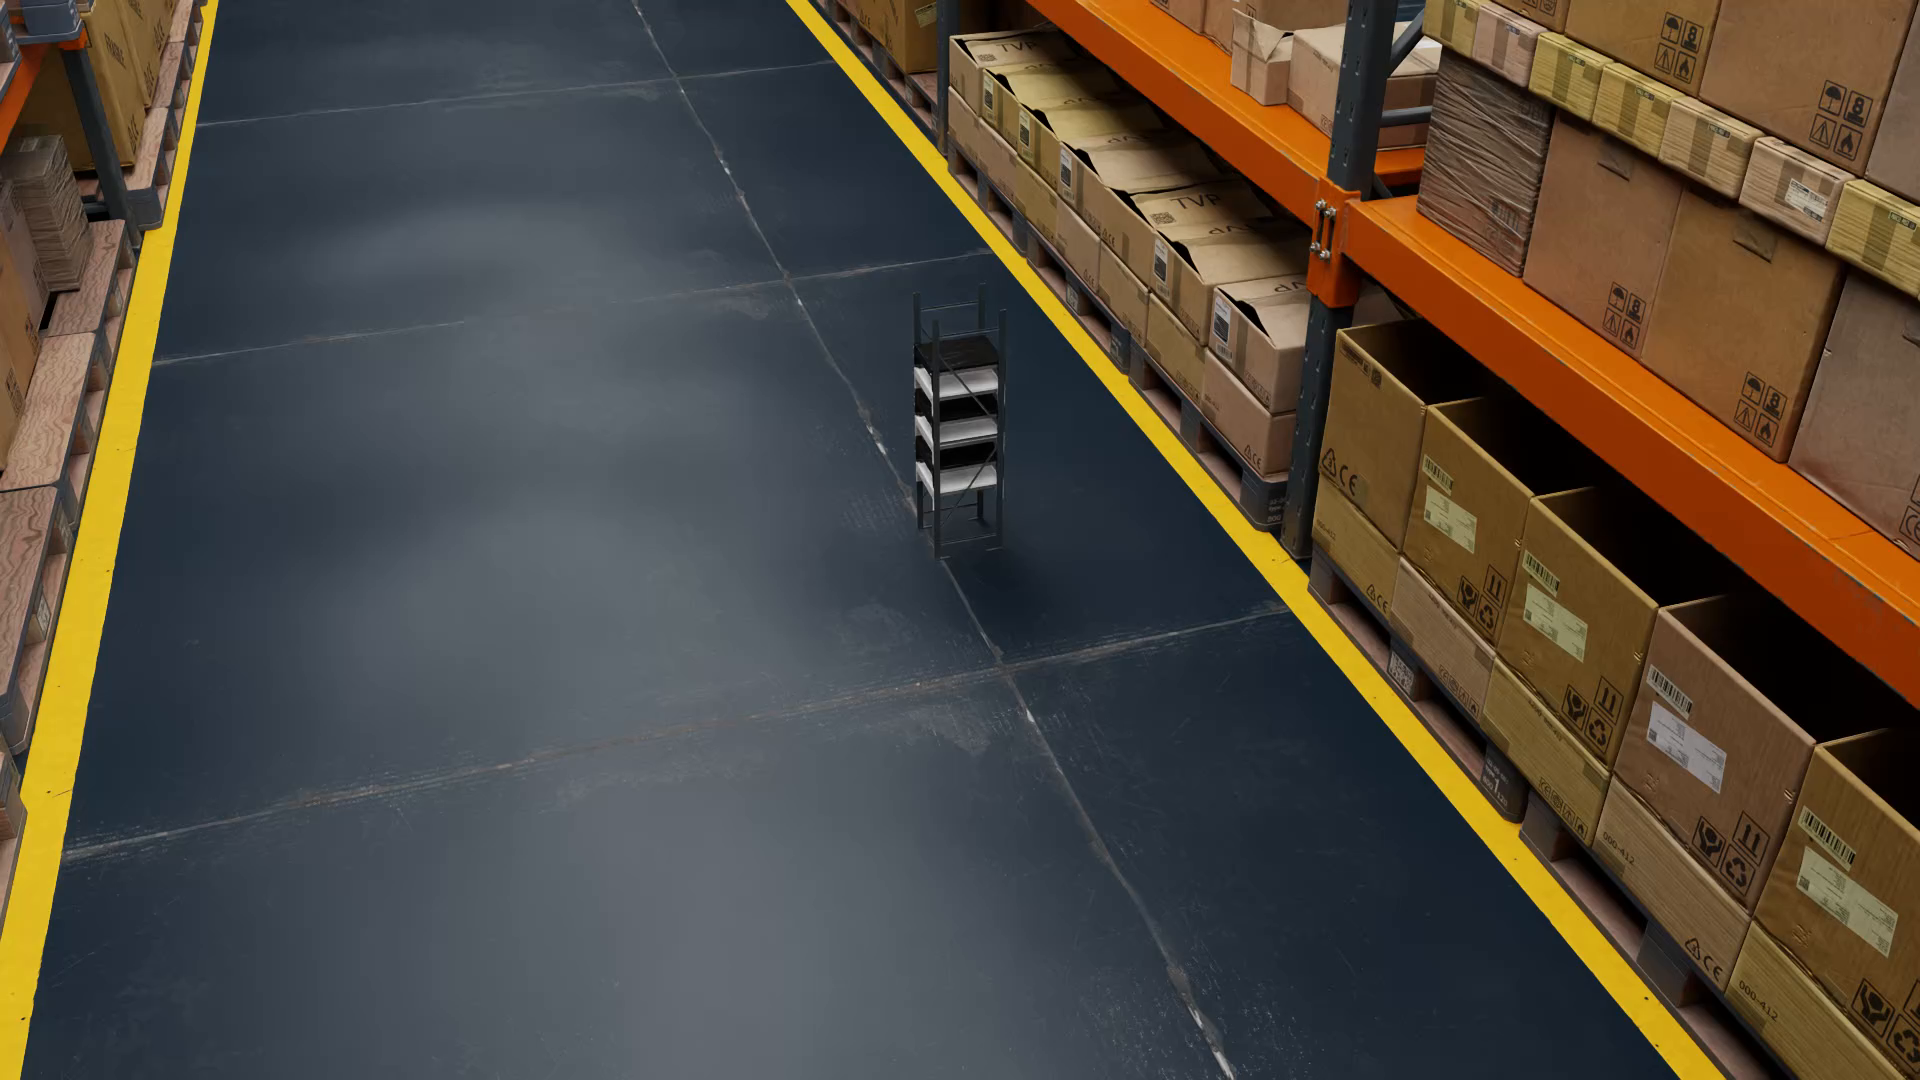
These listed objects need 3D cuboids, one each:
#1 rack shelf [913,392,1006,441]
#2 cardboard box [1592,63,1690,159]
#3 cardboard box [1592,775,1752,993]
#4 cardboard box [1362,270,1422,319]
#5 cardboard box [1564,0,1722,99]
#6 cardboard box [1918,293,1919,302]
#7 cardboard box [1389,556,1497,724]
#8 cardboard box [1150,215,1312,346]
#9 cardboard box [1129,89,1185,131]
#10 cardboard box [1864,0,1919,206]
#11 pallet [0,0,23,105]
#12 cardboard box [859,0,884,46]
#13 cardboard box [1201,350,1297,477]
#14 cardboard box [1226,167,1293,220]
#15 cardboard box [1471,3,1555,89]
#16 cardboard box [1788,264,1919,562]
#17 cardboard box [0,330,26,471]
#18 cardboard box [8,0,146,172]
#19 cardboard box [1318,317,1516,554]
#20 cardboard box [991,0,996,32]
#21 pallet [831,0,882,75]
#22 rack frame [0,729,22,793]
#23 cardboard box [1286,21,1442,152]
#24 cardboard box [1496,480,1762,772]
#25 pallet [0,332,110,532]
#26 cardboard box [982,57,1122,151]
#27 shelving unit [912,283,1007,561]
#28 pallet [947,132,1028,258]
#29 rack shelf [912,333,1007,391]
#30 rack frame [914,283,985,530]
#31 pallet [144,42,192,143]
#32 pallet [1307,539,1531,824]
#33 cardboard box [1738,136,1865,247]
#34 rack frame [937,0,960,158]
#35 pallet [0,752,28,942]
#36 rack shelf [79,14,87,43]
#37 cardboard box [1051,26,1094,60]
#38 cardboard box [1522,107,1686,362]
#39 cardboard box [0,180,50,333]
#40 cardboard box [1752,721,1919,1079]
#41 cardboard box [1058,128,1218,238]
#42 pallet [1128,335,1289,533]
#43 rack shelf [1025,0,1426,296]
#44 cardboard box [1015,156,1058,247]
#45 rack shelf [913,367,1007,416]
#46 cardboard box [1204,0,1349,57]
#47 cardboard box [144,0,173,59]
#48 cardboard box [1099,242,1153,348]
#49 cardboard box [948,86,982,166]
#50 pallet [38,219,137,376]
[{"bbox_3d":[-0.002,-0.427,5.477,0.258,0.077,0.200,-10,35,-15],"label":"rack shelf"},{"bbox_3d":[1.730,-1.026,3.902,0.380,0.149,0.250,-10,35,-15],"label":"cardboard box"},{"bbox_3d":[1.901,0.763,3.987,0.500,0.250,0.500,-10,35,-15],"label":"cardboard box"},{"bbox_3d":[1.706,-0.812,5.863,0.500,0.311,0.500,-10,35,-15],"label":"cardboard box"},{"bbox_3d":[1.891,-1.377,3.846,0.700,0.500,0.500,-10,35,-15],"label":"cardboard box"},{"bbox_3d":[2.041,-0.486,3.086,0.380,0.149,0.250,-10,35,-15],"label":"cardboard box"},{"bbox_3d":[1.595,0.239,4.781,0.500,0.250,0.500,-10,35,-15],"label":"cardboard box"},{"bbox_3d":[1.033,-0.990,6.132,0.500,0.311,0.500,-9,35,-13],"label":"cardboard box"},{"bbox_3d":[1.085,-1.883,7.483,0.500,0.311,0.500,-10,35,-15],"label":"cardboard box"},{"bbox_3d":[2.195,-0.852,3.051,0.700,0.500,0.500,-10,35,-15],"label":"cardboard box"},{"bbox_3d":[-3.699,-1.444,5.388,1.003,0.211,1.213,-10,35,-15],"label":"pallet"},{"bbox_3d":[-0.292,-3.255,9.824,0.500,0.500,0.500,-11,35,-16],"label":"cardboard box"},{"bbox_3d":[1.192,-0.488,5.881,0.500,0.250,0.500,-10,35,-15],"label":"cardboard box"},{"bbox_3d":[1.399,-1.347,6.673,0.500,0.311,0.500,-11,35,-16],"label":"cardboard box"},{"bbox_3d":[1.569,-1.298,4.315,0.380,0.149,0.250,-10,35,-14],"label":"cardboard box"},{"bbox_3d":[2.209,-0.292,3.381,0.700,0.500,0.500,-9,35,-13],"label":"cardboard box"},{"bbox_3d":[-3.685,-0.518,5.682,0.700,0.500,0.500,-10,35,-14],"label":"cardboard box"},{"bbox_3d":[-4.442,-2.243,7.992,0.750,0.750,0.750,-10,35,-15],"label":"cardboard box"},{"bbox_3d":[1.438,-0.336,4.971,0.500,0.500,0.500,-10,35,-15],"label":"cardboard box"},{"bbox_3d":[0.343,-3.093,9.578,0.500,0.500,0.500,-11,35,-16],"label":"cardboard box"},{"bbox_3d":[-0.186,-3.266,10.501,1.003,0.211,1.213,-10,35,-15],"label":"pallet"},{"bbox_3d":[-3.122,-0.456,3.720,1.000,3.000,0.127,-10,35,-15],"label":"rack frame"},{"bbox_3d":[1.403,-1.480,5.405,0.500,0.250,0.500,-8,34,-12],"label":"cardboard box"},{"bbox_3d":[1.743,0.189,4.176,0.500,0.500,0.500,-10,35,-15],"label":"cardboard box"},{"bbox_3d":[-3.737,-0.343,6.078,1.003,0.211,1.213,-10,35,-15],"label":"pallet"},{"bbox_3d":[0.423,-2.055,7.743,0.500,0.311,0.500,-11,35,-16],"label":"cardboard box"},{"bbox_3d":[-0.002,-0.380,5.508,0.258,0.900,0.210,-10,35,-15],"label":"shelving unit"},{"bbox_3d":[0.588,-1.789,8.266,1.003,0.211,1.213,-10,35,-15],"label":"pallet"},{"bbox_3d":[-0.002,-0.577,5.378,0.258,0.077,0.200,-10,35,-15],"label":"rack shelf"},{"bbox_3d":[-0.033,-0.433,5.589,0.240,0.900,0.006,-10,35,-15],"label":"rack frame"},{"bbox_3d":[-4.879,-2.459,9.280,1.003,0.211,1.213,-10,35,-15],"label":"pallet"},{"bbox_3d":[1.797,0.297,5.109,1.003,0.211,1.213,-10,35,-15],"label":"pallet"},{"bbox_3d":[1.889,-0.754,3.491,0.380,0.149,0.250,-11,35,-16],"label":"cardboard box"},{"bbox_3d":[0.374,-3.391,8.161,1.000,3.000,0.127,-10,35,-15],"label":"rack frame"},{"bbox_3d":[-2.884,1.054,3.964,1.003,0.211,1.213,-10,35,-15],"label":"pallet"},{"bbox_3d":[-4.952,-3.306,8.685,1.077,0.370,4.000,-10,35,-15],"label":"rack shelf"},{"bbox_3d":[0.769,-2.420,8.296,0.500,0.311,0.500,-9,35,-13],"label":"cardboard box"},{"bbox_3d":[1.903,-0.825,4.187,0.700,0.500,0.500,-10,35,-15],"label":"cardboard box"},{"bbox_3d":[-4.027,-1.038,6.468,0.700,0.500,0.500,-10,35,-15],"label":"cardboard box"},{"bbox_3d":[2.049,0.714,3.382,0.500,0.500,0.500,-10,35,-15],"label":"cardboard box"},{"bbox_3d":[0.733,-1.517,6.929,0.500,0.311,0.500,-10,35,-15],"label":"cardboard box"},{"bbox_3d":[1.333,-0.508,6.327,1.003,0.211,1.213,-10,35,-15],"label":"pallet"},{"bbox_3d":[0.984,-2.041,6.771,1.077,0.370,4.000,-10,35,-15],"label":"rack shelf"},{"bbox_3d":[0.573,-1.559,7.502,0.500,0.250,0.500,-11,35,-16],"label":"cardboard box"},{"bbox_3d":[-0.002,-0.502,5.428,0.258,0.077,0.200,-10,35,-15],"label":"rack shelf"},{"bbox_3d":[1.215,-2.016,5.989,0.500,0.500,0.500,-8,34,-11],"label":"cardboard box"},{"bbox_3d":[-4.966,-3.149,9.364,0.750,0.750,0.750,-9,35,-13],"label":"cardboard box"},{"bbox_3d":[0.883,-1.023,6.690,0.500,0.250,0.500,-9,35,-14],"label":"cardboard box"},{"bbox_3d":[0.254,-2.095,8.313,0.500,0.250,0.500,-10,35,-15],"label":"cardboard box"},{"bbox_3d":[-4.105,-0.982,7.045,1.003,0.211,1.213,-10,35,-15],"label":"pallet"}]
